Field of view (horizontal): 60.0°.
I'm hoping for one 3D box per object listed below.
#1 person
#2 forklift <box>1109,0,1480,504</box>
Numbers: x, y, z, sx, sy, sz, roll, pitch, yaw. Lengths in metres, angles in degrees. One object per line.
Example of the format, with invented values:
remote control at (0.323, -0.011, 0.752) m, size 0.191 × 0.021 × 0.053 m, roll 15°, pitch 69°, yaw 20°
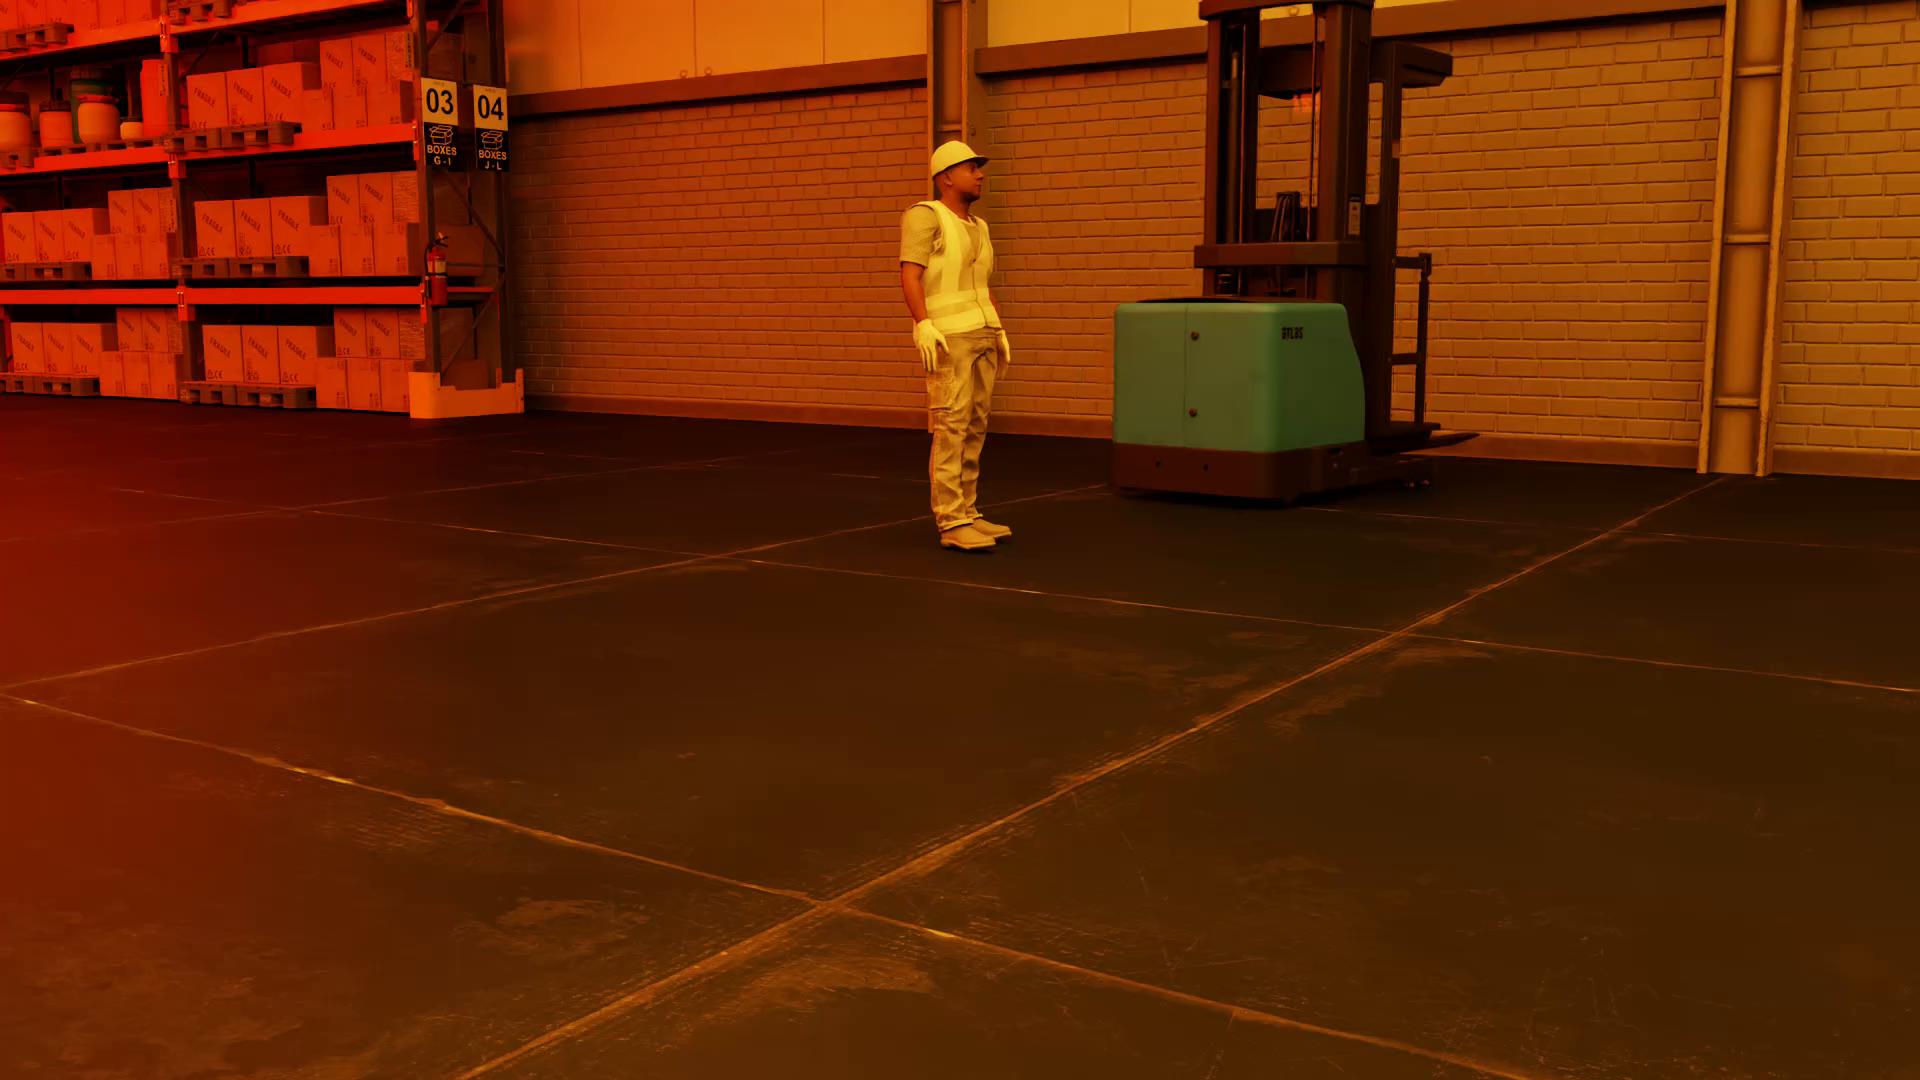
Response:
person at (0.055, -0.883, 7.430) m, size 0.577 × 1.781 × 0.656 m, roll 5°, pitch 10°, yaw 34°
forklift at (2.173, -1.796, 9.820) m, size 1.130 × 2.935 × 3.031 m, roll 7°, pitch 11°, yaw 40°
